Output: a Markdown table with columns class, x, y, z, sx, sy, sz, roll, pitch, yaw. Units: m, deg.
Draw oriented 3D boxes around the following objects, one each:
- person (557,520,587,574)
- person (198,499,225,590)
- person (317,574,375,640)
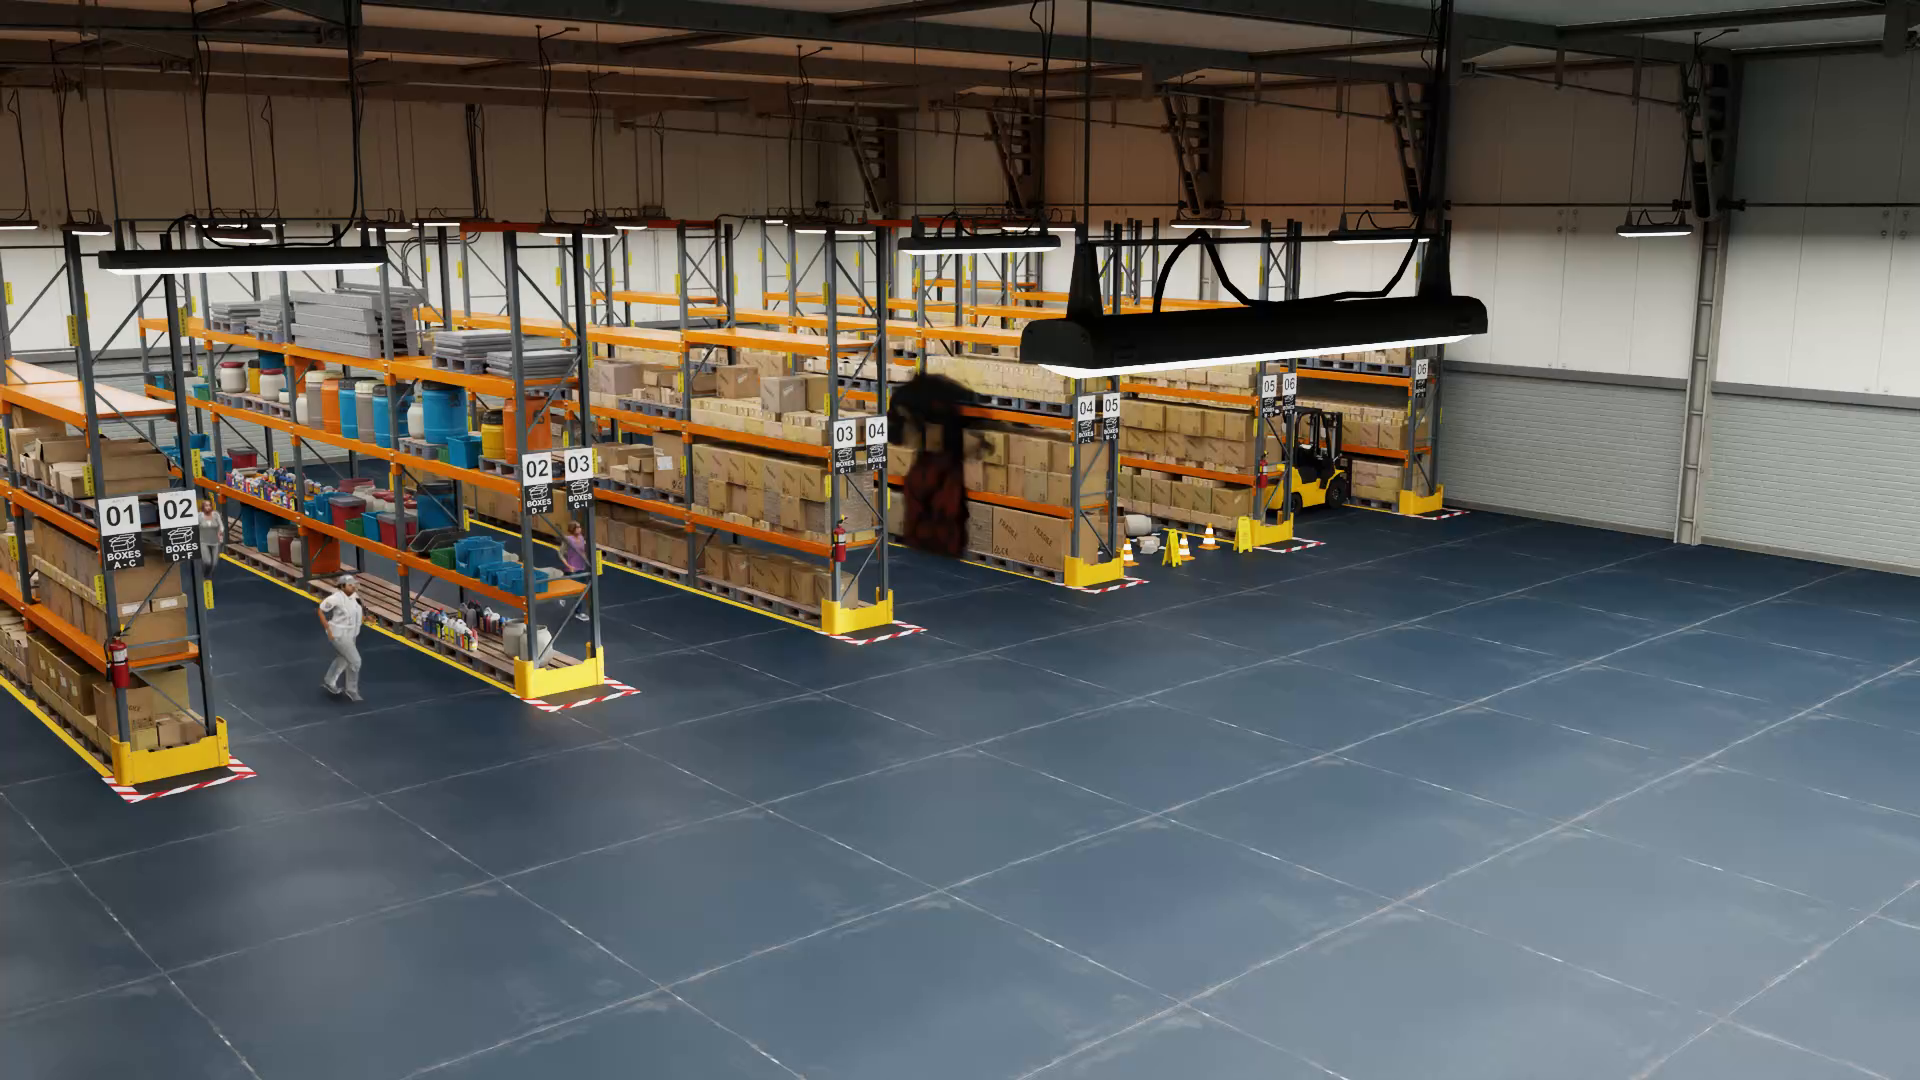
| class | x | y | z | sx | sy | sz | roll | pitch | yaw |
| --- | --- | --- | --- | --- | --- | --- | --- | --- | --- |
| person | -5.915 | 0.100 | 25.603 | 0.421 | 0.803 | 0.525 | 5 | 13 | 25 |
| person | -12.398 | 0.094 | 27.458 | 0.538 | 1.556 | 0.574 | -10 | 15 | -40 |
| person | -7.866 | 0.848 | 21.411 | 0.629 | 0.824 | 0.537 | 3 | 12 | 12 |
